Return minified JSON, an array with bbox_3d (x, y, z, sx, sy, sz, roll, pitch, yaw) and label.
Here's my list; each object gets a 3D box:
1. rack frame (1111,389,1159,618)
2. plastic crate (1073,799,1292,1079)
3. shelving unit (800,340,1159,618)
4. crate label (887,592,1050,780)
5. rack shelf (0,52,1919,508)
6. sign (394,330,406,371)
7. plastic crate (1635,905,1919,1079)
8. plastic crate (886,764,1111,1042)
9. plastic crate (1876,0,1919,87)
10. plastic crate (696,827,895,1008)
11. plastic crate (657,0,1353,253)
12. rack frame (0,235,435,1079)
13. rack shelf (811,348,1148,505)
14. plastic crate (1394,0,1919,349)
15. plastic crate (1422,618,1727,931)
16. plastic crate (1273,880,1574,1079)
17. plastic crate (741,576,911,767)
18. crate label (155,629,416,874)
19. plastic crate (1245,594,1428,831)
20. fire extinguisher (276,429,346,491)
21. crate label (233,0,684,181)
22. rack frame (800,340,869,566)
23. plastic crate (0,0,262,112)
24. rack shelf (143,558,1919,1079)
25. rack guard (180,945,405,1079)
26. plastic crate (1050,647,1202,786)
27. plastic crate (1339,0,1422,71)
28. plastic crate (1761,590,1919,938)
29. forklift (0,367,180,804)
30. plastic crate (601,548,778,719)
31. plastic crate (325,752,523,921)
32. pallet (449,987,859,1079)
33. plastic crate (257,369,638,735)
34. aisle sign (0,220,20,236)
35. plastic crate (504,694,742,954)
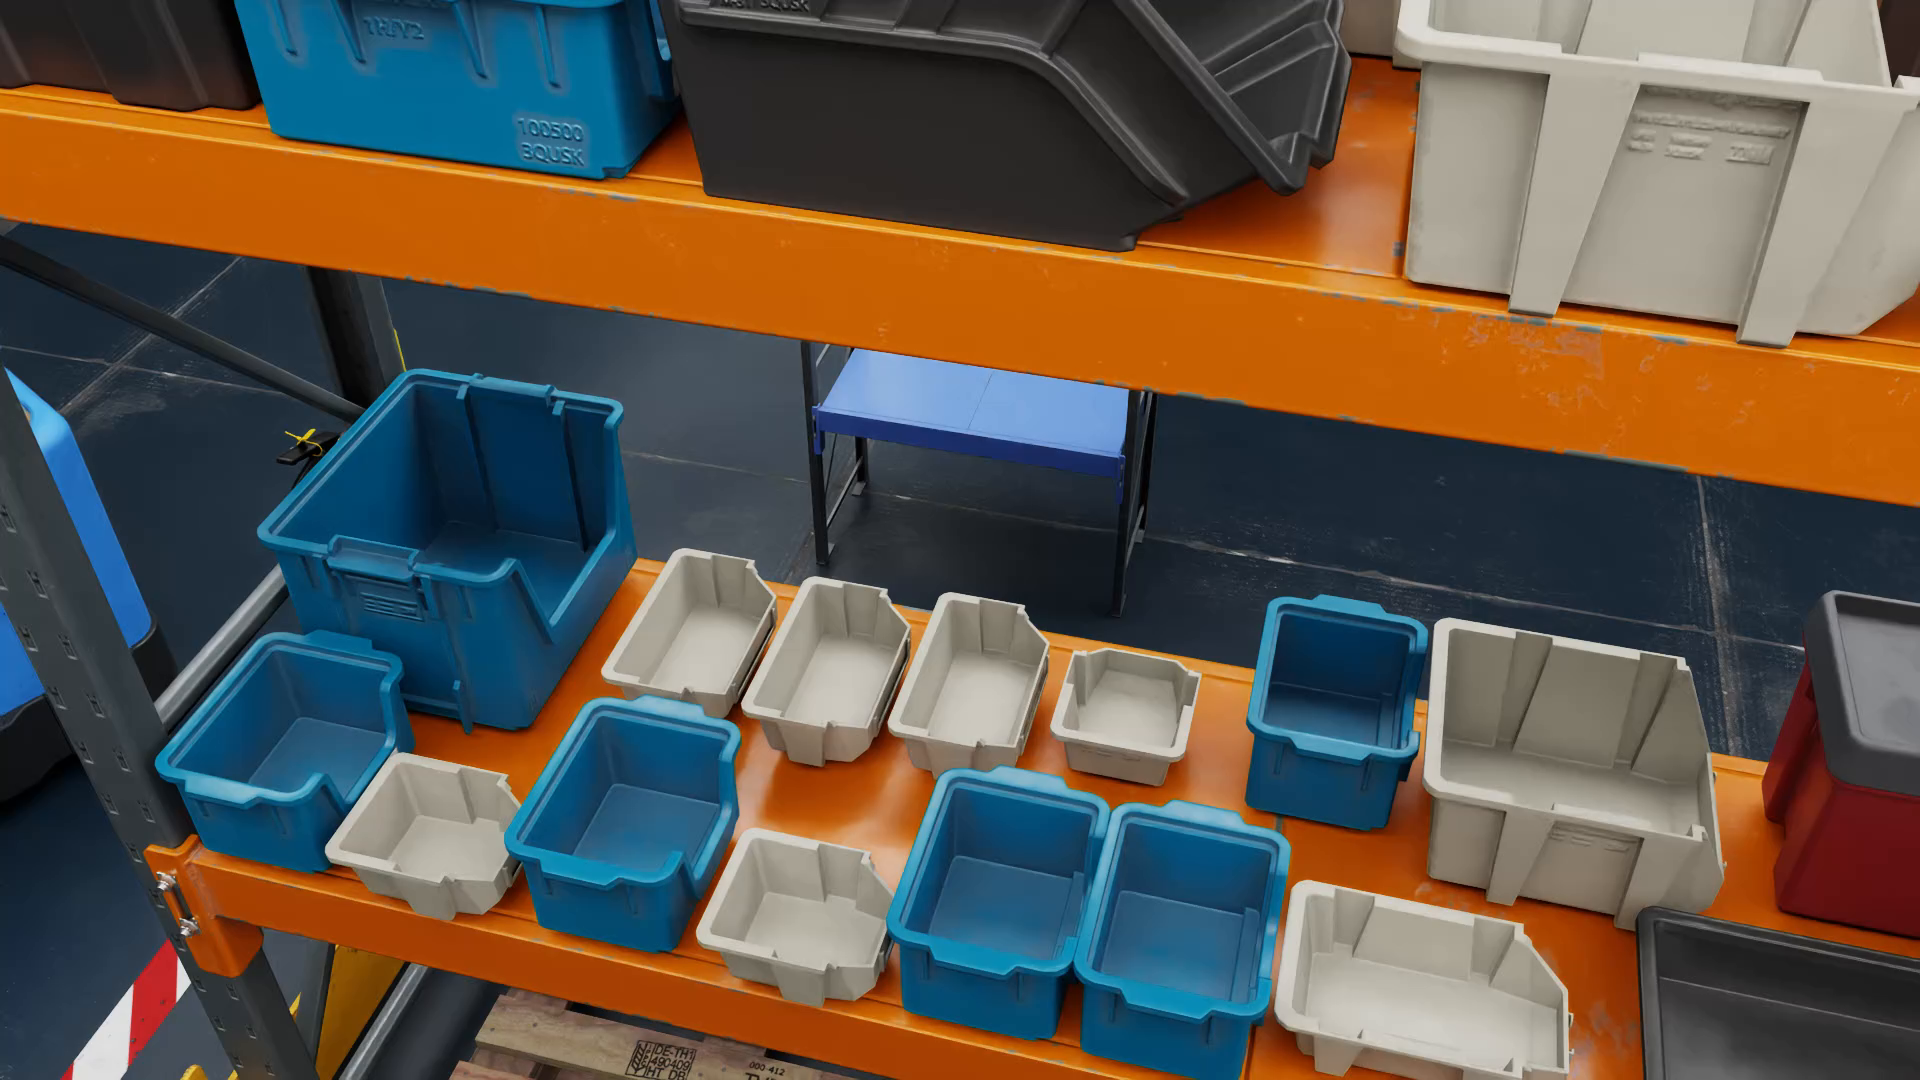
[{"bbox_3d":[0.573,-0.476,5.150,0.032,1.500,0.500,10,41,11],"label":"rack frame"},{"bbox_3d":[0.358,0.663,2.712,0.300,0.233,0.416,10,41,11],"label":"plastic crate"},{"bbox_3d":[0.082,-0.560,5.251,1.048,1.500,0.538,10,41,11],"label":"shelving unit"},{"bbox_3d":[0.029,0.297,3.222,0.243,0.136,0.396,10,41,11],"label":"crate label"},{"bbox_3d":[0.575,-0.433,2.160,4.000,0.370,1.077,10,41,11],"label":"rack shelf"},{"bbox_3d":[-1.230,-0.299,3.647,0.005,0.325,0.100,10,41,11],"label":"sign"},{"bbox_3d":[1.356,0.836,2.590,0.590,0.125,0.437,10,41,11],"label":"plastic crate"},{"bbox_3d":[0.068,0.613,2.771,0.300,0.233,0.416,10,41,11],"label":"plastic crate"},{"bbox_3d":[1.378,-0.703,2.024,0.590,0.269,0.497,10,41,11],"label":"plastic crate"},{"bbox_3d":[-0.260,0.649,2.804,0.298,0.136,0.250,10,41,11],"label":"plastic crate"},{"bbox_3d":[0.048,-0.592,1.839,0.767,0.338,0.504,10,41,11],"label":"plastic crate"},{"bbox_3d":[-1.357,0.108,3.289,0.127,3.000,1.000,10,41,11],"label":"rack frame"},{"bbox_3d":[0.082,-0.422,5.366,1.000,0.185,0.538,10,41,11],"label":"rack shelf"},{"bbox_3d":[0.704,-0.435,1.696,0.530,0.282,0.437,10,41,11],"label":"plastic crate"},{"bbox_3d":[1.080,0.427,2.955,0.530,0.282,0.437,10,41,11],"label":"plastic crate"},{"bbox_3d":[0.747,0.748,2.685,0.466,0.136,0.293,10,41,11],"label":"plastic crate"},{"bbox_3d":[-0.246,0.266,3.259,0.243,0.136,0.396,10,41,11],"label":"plastic crate"},{"bbox_3d":[-1.204,0.394,3.032,0.303,0.233,0.416,10,41,11],"label":"crate label"},{"bbox_3d":[0.693,0.331,3.107,0.300,0.233,0.416,10,41,11],"label":"plastic crate"},{"bbox_3d":[-1.385,-0.027,3.800,0.183,0.674,0.296,10,41,11],"label":"fire extinguisher"},{"bbox_3d":[-0.549,-0.630,1.951,0.502,0.251,0.408,10,41,11],"label":"crate label"},{"bbox_3d":[-0.409,-0.645,5.351,0.032,1.500,0.500,10,41,11],"label":"rack frame"},{"bbox_3d":[-1.057,-0.754,2.084,0.590,0.269,0.497,10,41,11],"label":"plastic crate"},{"bbox_3d":[0.575,0.716,3.125,4.000,0.370,1.077,10,41,11],"label":"rack shelf"},{"bbox_3d":[-1.383,1.069,4.088,0.348,0.500,1.175,10,41,11],"label":"rack guard"},{"bbox_3d":[0.320,0.335,3.177,0.250,0.136,0.298,10,41,11],"label":"plastic crate"},{"bbox_3d":[0.703,-0.751,2.184,0.530,0.136,0.437,10,41,11],"label":"plastic crate"},{"bbox_3d":[1.709,0.421,2.820,0.583,0.464,0.402,10,41,11],"label":"plastic crate"},{"bbox_3d":[-3.762,-0.129,3.625,1.130,2.935,3.031,31,49,31],"label":"forklift"},{"bbox_3d":[-0.522,0.209,3.327,0.243,0.136,0.396,10,41,11],"label":"plastic crate"},{"bbox_3d":[-0.915,0.536,2.938,0.298,0.136,0.250,10,41,11],"label":"plastic crate"},{"bbox_3d":[-0.570,1.337,3.994,1.213,0.211,1.003,10,41,11],"label":"pallet"},{"bbox_3d":[-0.985,0.011,3.331,0.499,0.435,0.616,10,41,11],"label":"plastic crate"},{"bbox_3d":[-1.503,-0.715,2.248,0.004,0.787,0.394,10,41,11],"label":"aisle sign"},{"bbox_3d":[-0.568,0.504,2.901,0.300,0.233,0.416,10,41,11],"label":"plastic crate"}]
